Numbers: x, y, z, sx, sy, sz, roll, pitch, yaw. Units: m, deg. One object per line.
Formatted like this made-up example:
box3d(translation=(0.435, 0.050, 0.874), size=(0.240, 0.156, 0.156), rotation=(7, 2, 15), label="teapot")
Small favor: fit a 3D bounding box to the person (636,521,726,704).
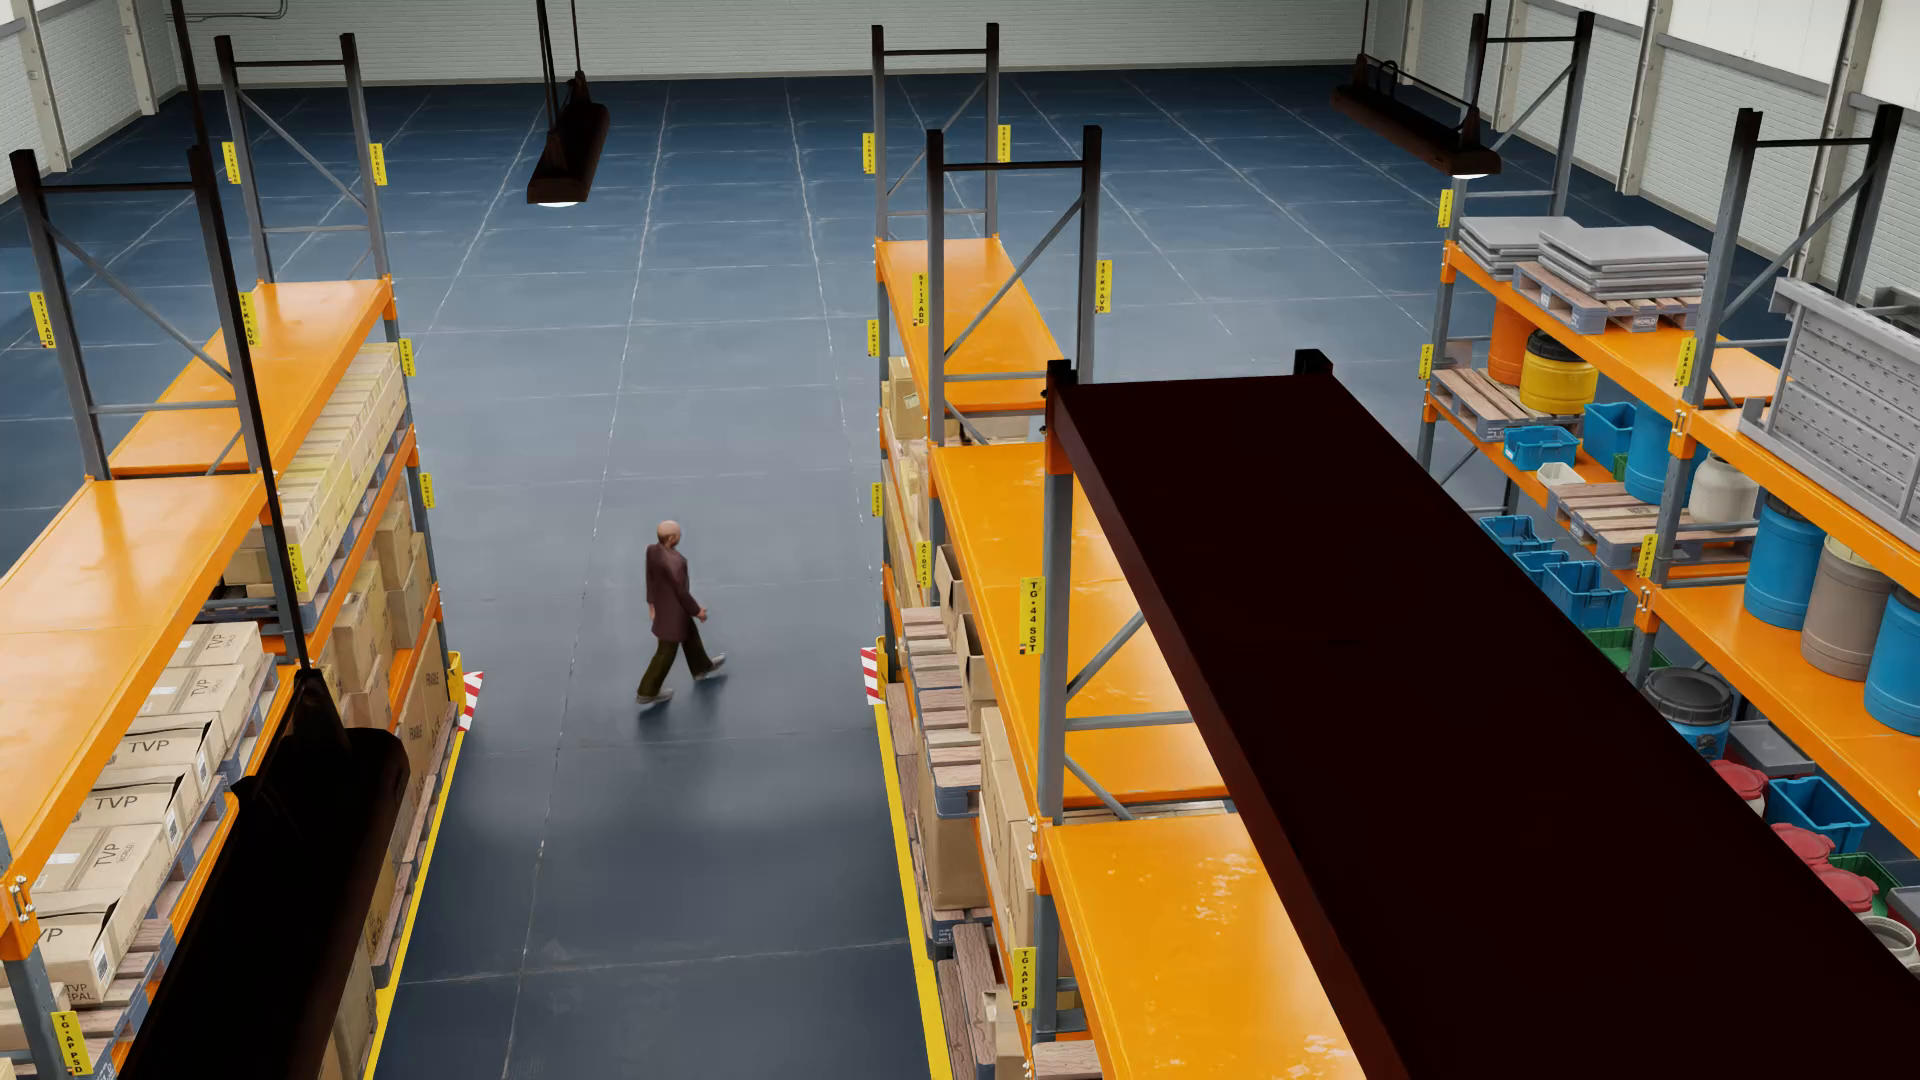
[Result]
box3d(translation=(-2.583, 0.622, 15.183), size=(0.978, 1.755, 0.566), rotation=(-12, 28, -24), label="person")
